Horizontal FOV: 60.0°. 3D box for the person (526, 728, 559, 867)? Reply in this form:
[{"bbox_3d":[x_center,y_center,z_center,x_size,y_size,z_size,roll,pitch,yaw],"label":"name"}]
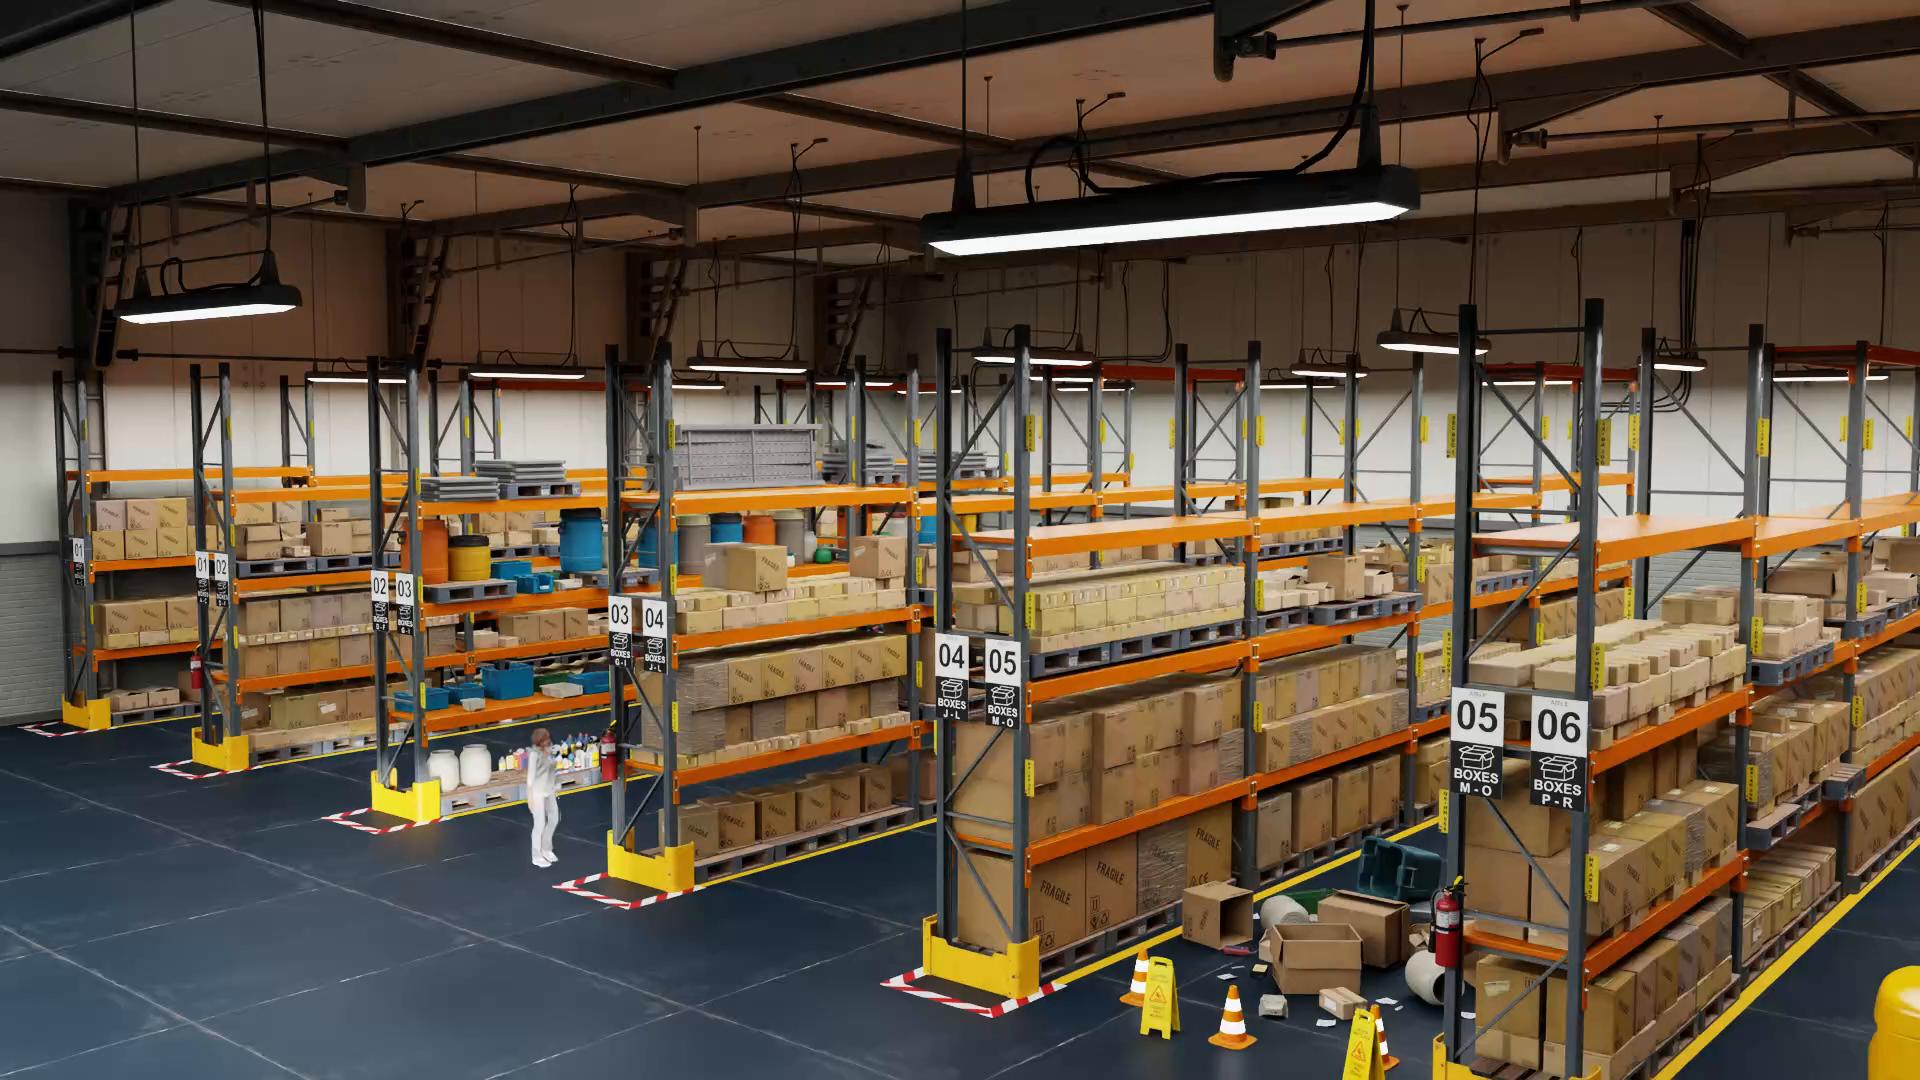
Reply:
[{"bbox_3d":[-4.866,2.990,19.340,0.334,1.626,0.498,1,4,15],"label":"person"}]
